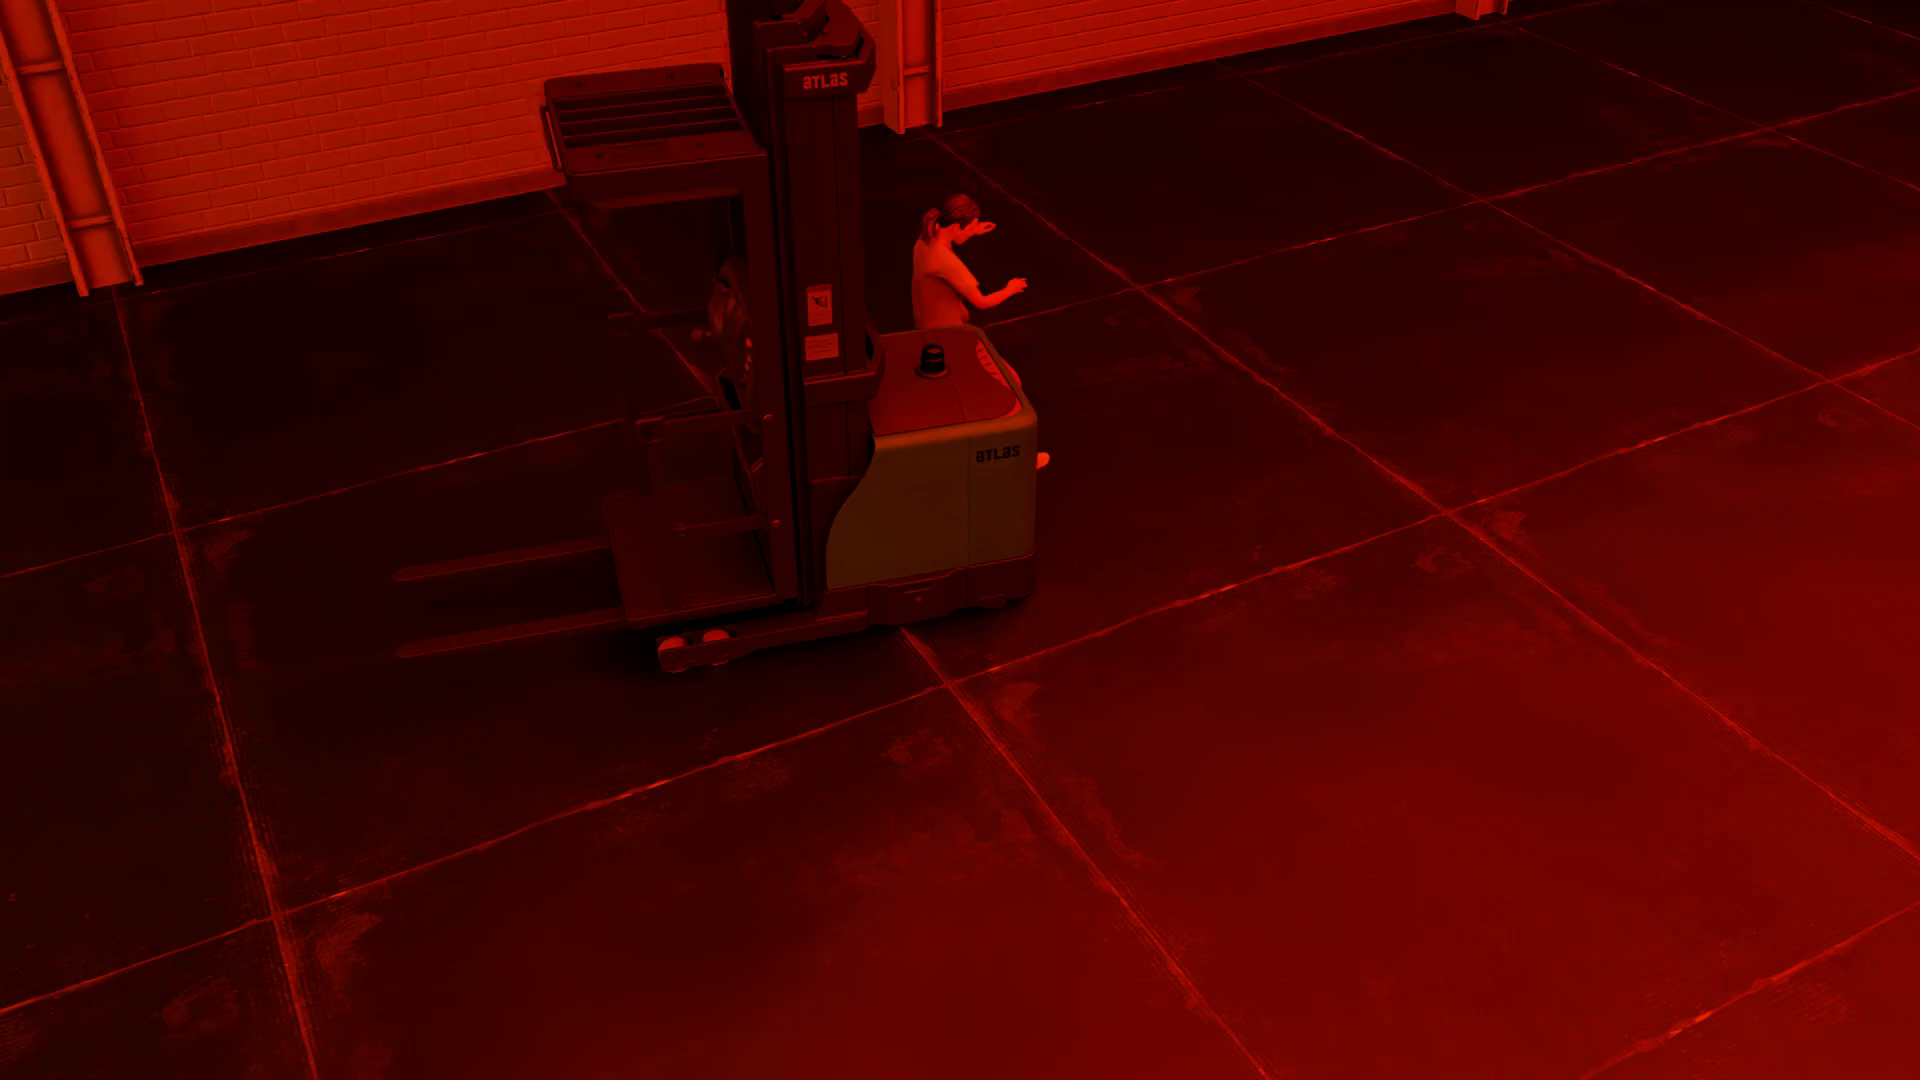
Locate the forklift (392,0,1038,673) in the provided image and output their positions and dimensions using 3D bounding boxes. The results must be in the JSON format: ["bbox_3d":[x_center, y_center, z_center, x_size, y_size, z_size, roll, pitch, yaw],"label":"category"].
[{"bbox_3d":[-1.200,-0.916,7.419,3.031,2.935,1.130,-10,36,-13],"label":"forklift"}]

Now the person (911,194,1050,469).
[{"bbox_3d":[0.045,-1.251,9.178,0.632,1.443,1.163,-10,37,-14],"label":"person"}]
